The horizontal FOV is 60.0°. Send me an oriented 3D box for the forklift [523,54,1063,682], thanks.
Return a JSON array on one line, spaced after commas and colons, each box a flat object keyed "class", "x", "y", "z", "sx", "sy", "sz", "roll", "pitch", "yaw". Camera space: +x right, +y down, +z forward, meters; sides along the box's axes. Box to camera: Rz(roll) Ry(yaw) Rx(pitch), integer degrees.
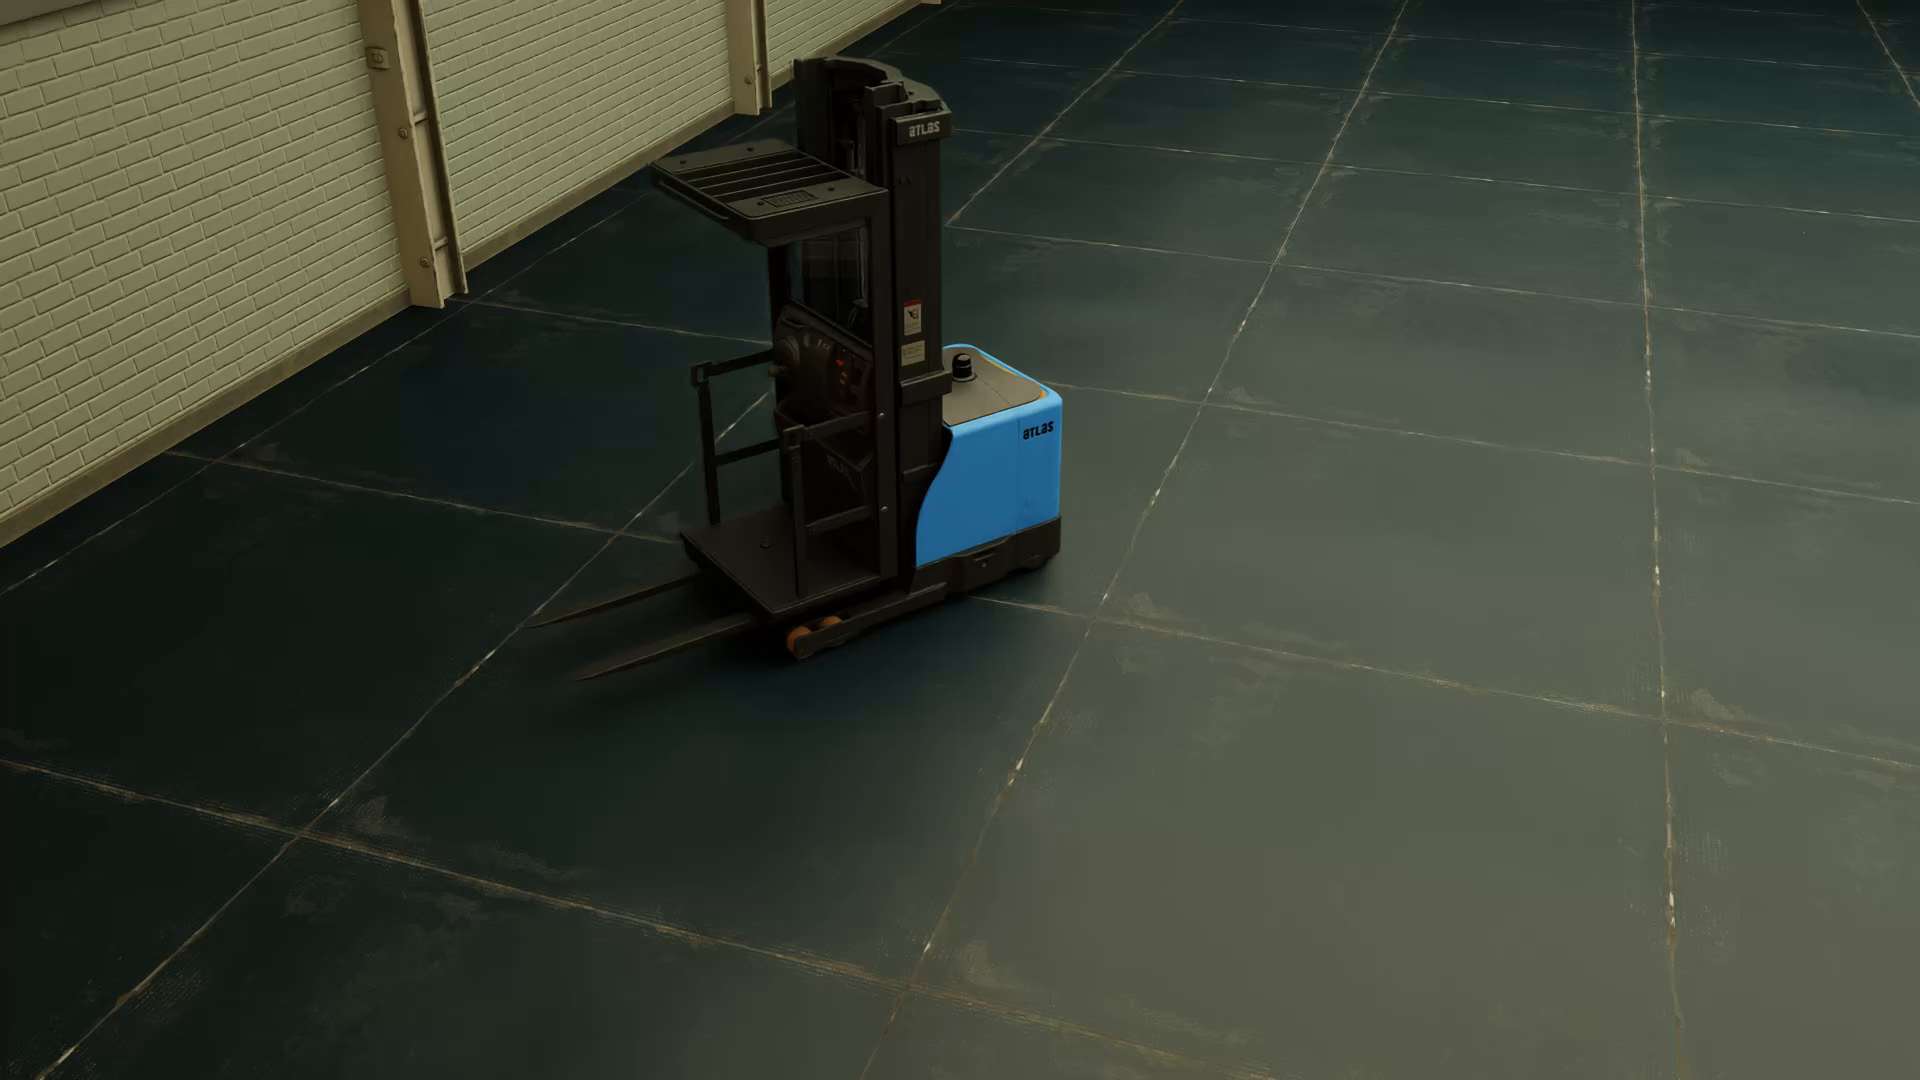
[{"class": "forklift", "x": -0.905, "y": -0.932, "z": 8.772, "sx": 3.031, "sy": 2.935, "sz": 1.130, "roll": -19, "pitch": 35, "yaw": -30}]
